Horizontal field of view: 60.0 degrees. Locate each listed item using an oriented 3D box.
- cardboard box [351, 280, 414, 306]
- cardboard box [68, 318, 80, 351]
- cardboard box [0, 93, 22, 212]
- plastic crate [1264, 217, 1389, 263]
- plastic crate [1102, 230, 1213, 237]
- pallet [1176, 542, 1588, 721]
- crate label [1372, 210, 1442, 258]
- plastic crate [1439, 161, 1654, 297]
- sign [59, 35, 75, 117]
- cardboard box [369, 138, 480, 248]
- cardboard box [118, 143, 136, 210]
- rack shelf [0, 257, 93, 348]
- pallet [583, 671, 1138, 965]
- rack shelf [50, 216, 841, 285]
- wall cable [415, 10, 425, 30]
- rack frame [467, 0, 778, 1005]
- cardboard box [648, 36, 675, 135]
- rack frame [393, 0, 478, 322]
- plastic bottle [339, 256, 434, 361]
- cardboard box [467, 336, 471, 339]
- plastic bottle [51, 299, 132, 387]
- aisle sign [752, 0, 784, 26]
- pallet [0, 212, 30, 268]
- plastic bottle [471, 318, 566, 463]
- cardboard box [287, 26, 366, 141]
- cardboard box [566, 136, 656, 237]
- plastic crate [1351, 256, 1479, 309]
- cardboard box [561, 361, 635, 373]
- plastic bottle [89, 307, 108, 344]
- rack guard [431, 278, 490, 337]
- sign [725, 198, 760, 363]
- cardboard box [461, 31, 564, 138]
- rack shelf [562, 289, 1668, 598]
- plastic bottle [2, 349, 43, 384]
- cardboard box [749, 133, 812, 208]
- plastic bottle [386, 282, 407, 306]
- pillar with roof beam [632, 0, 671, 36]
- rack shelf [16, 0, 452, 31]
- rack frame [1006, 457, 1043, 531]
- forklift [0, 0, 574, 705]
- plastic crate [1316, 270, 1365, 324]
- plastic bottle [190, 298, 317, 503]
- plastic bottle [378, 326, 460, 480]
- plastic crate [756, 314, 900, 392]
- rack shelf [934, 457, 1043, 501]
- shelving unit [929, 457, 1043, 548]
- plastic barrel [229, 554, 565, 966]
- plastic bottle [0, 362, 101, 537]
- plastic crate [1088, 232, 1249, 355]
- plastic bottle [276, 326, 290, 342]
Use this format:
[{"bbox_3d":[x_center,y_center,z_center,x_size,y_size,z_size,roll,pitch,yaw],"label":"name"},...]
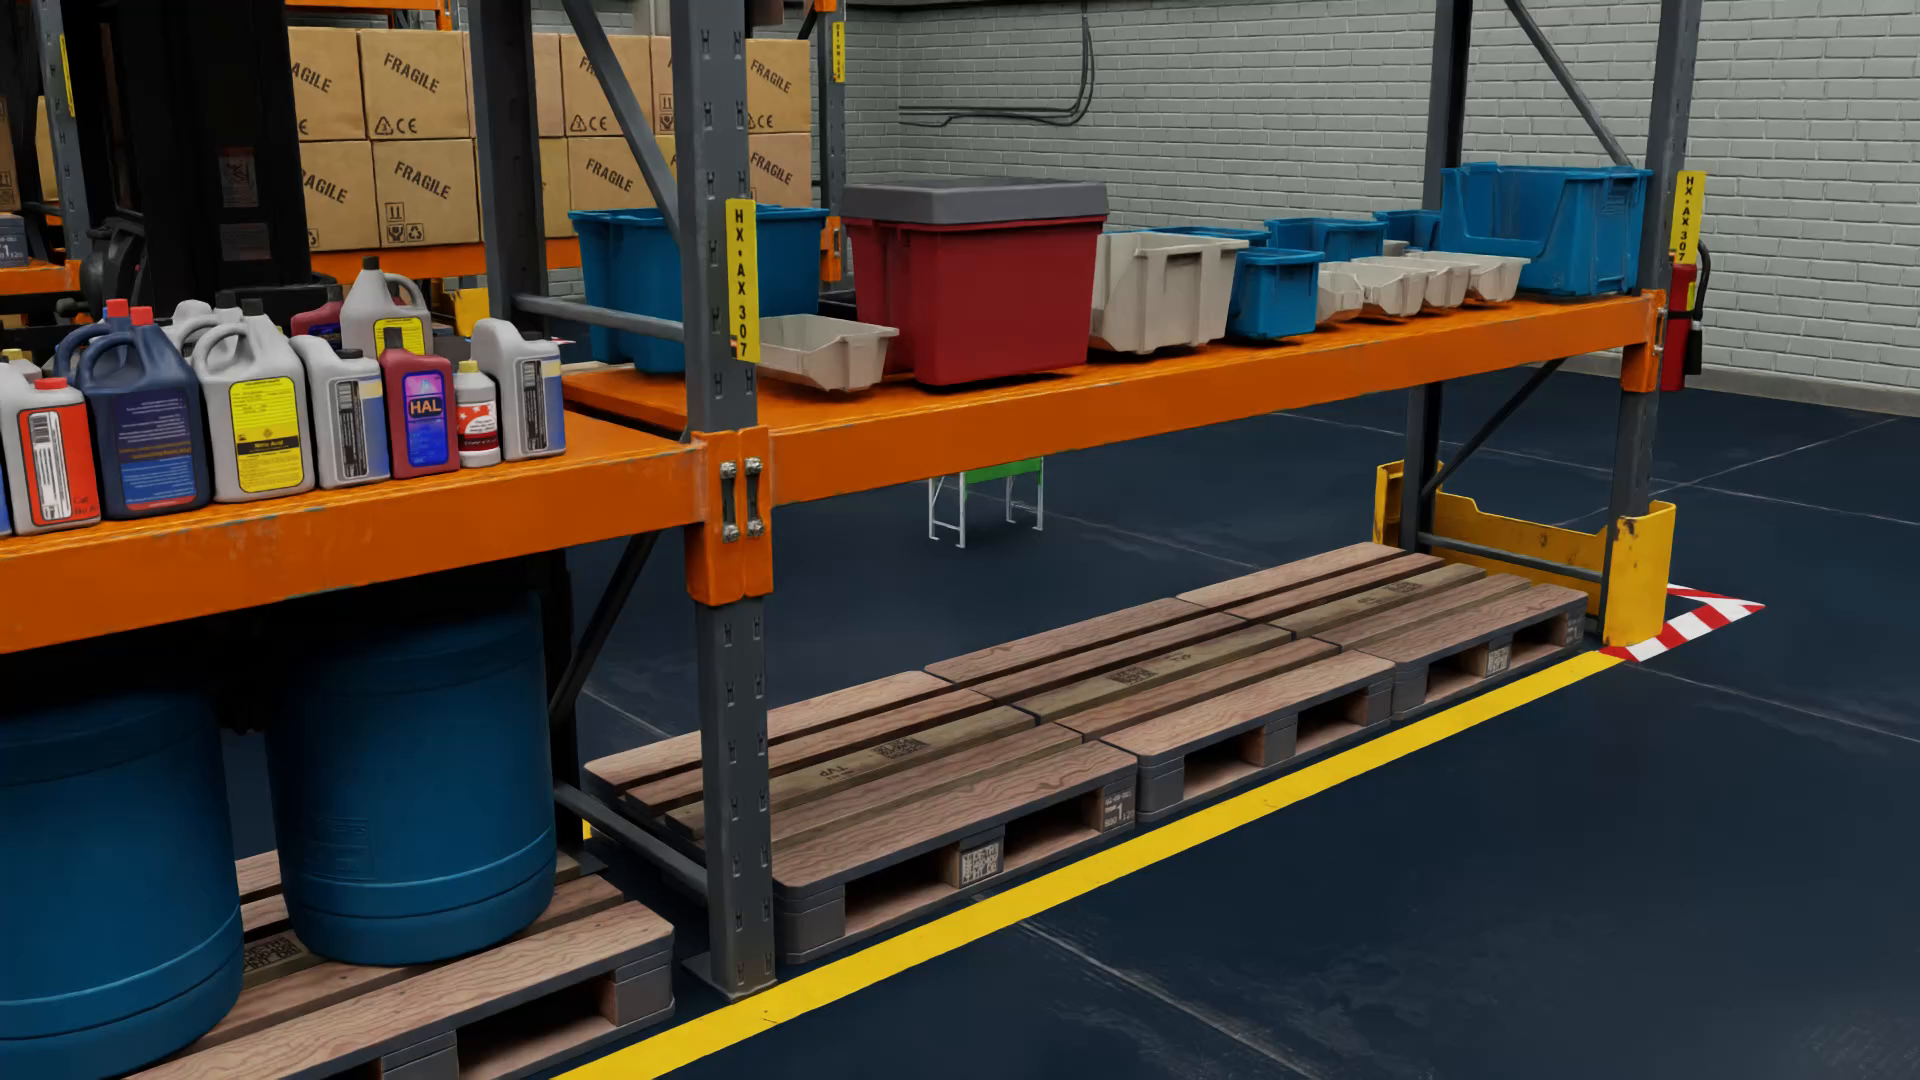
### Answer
[{"bbox_3d":[-4.747,-1.962,13.313,0.500,0.500,0.700,-13,19,-39],"label":"cardboard box"},{"bbox_3d":[-6.290,-1.614,12.009,0.500,0.500,0.700,-13,20,-40],"label":"cardboard box"},{"bbox_3d":[-4.552,-1.678,7.212,0.700,0.500,0.500,8,17,28],"label":"cardboard box"},{"bbox_3d":[1.319,-1.035,6.021,0.300,0.233,0.416,-13,19,-39],"label":"plastic crate"},{"bbox_3d":[0.596,-0.873,5.413,0.300,0.233,0.416,-13,19,-39],"label":"plastic crate"},{"bbox_3d":[1.571,0.303,6.206,1.213,0.211,1.003,-13,19,-39],"label":"pallet"},{"bbox_3d":[1.816,-1.147,6.438,0.303,0.233,0.416,-13,19,-39],"label":"crate label"},{"bbox_3d":[2.088,-1.129,5.980,0.499,0.435,0.616,-13,19,-39],"label":"plastic crate"},{"bbox_3d":[-3.681,-1.915,6.865,0.005,0.325,0.100,-13,19,-39],"label":"sign"},{"bbox_3d":[-2.721,-1.717,8.171,0.500,0.500,0.500,-13,20,-40],"label":"cardboard box"},{"bbox_3d":[-3.485,-1.545,7.528,0.500,0.500,0.500,-12,19,-38],"label":"cardboard box"},{"bbox_3d":[-5.557,-0.777,6.241,4.000,0.370,1.077,-13,19,-39],"label":"rack shelf"},{"bbox_3d":[-0.270,0.717,4.658,1.213,0.211,1.003,-13,19,-39],"label":"pallet"},{"bbox_3d":[-2.539,-1.455,8.778,4.000,0.370,1.077,-13,19,-39],"label":"rack shelf"},{"bbox_3d":[-3.940,-3.997,14.932,1.851,1.984,0.084,-13,19,-39],"label":"wall cable"},{"bbox_3d":[-0.799,-0.499,3.804,0.127,3.000,1.000,-13,19,-39],"label":"rack frame"},{"bbox_3d":[-1.566,-2.458,9.008,0.500,0.500,0.500,-12,19,-38],"label":"cardboard box"},{"bbox_3d":[-4.285,-3.105,13.561,0.127,3.000,1.000,-13,19,-39],"label":"rack frame"},{"bbox_3d":[-1.308,-0.471,3.798,0.185,0.351,0.144,-13,19,-39],"label":"plastic bottle"},{"bbox_3d":[-2.634,-0.789,8.877,0.637,0.503,0.797,-13,19,-39],"label":"cardboard box"},{"bbox_3d":[-1.512,-0.252,2.977,0.185,0.351,0.144,-13,19,-39],"label":"plastic bottle"},{"bbox_3d":[-1.172,-3.466,9.875,0.004,0.787,0.394,-13,19,-39],"label":"aisle sign"},{"bbox_3d":[-4.722,-1.257,7.014,1.213,0.211,1.003,-13,19,-39],"label":"pallet"},{"bbox_3d":[-0.884,-0.309,3.334,0.135,0.276,0.152,-13,19,-39],"label":"plastic bottle"},{"bbox_3d":[-3.119,-2.107,7.696,0.500,0.500,0.500,-13,20,-41],"label":"cardboard box"},{"bbox_3d":[-1.959,-1.889,8.814,0.500,0.500,0.500,-12,19,-39],"label":"cardboard box"},{"bbox_3d":[1.494,-0.858,5.545,0.243,0.136,0.396,-13,19,-39],"label":"plastic crate"},{"bbox_3d":[-2.004,-0.904,9.796,0.500,0.250,0.500,-13,19,-39],"label":"cardboard box"},{"bbox_3d":[-1.780,-0.356,3.519,0.097,0.271,0.097,0,15,0],"label":"plastic bottle"},{"bbox_3d":[-4.267,-1.901,13.899,0.348,0.500,1.175,-13,19,-39],"label":"rack guard"},{"bbox_3d":[-0.439,-0.525,3.366,0.005,0.325,0.100,-13,19,-39],"label":"sign"},{"bbox_3d":[-2.342,-2.282,8.350,0.500,0.500,0.500,-12,19,-38],"label":"cardboard box"},{"bbox_3d":[0.710,-0.490,5.165,4.000,0.370,1.077,-13,19,-39],"label":"rack shelf"},{"bbox_3d":[-1.927,-0.289,3.405,0.097,0.201,0.097,0,15,0],"label":"plastic bottle"},{"bbox_3d":[-1.190,-2.061,9.458,0.500,0.500,0.500,-12,19,-38],"label":"cardboard box"},{"bbox_3d":[-1.356,-0.463,3.897,0.133,0.283,0.061,-13,19,-39],"label":"plastic bottle"},{"bbox_3d":[0.010,-5.791,11.992,0.400,9.000,9.100,-13,19,-39],"label":"pillar with roof beam"},{"bbox_3d":[-5.794,-3.868,11.999,4.000,0.370,1.077,-13,19,-39],"label":"rack shelf"},{"bbox_3d":[0.309,-0.649,7.855,0.015,1.200,0.240,-13,19,-39],"label":"rack frame"},{"bbox_3d":[-2.936,-0.883,5.374,3.031,2.935,1.130,-10,18,-34],"label":"forklift"},{"bbox_3d":[1.089,-0.752,5.149,0.250,0.136,0.298,-13,19,-39],"label":"plastic crate"},{"bbox_3d":[-1.278,-0.255,2.989,0.185,0.351,0.144,-13,19,-39],"label":"plastic bottle"},{"bbox_3d":[-1.029,-0.264,3.154,0.133,0.283,0.061,-13,19,-39],"label":"plastic bottle"},{"bbox_3d":[-0.354,-0.451,4.021,0.243,0.136,0.396,-13,19,-39],"label":"plastic crate"},{"bbox_3d":[0.125,-0.314,7.779,0.480,0.148,0.258,-13,19,-39],"label":"rack shelf"},{"bbox_3d":[0.125,-0.608,7.700,0.503,1.200,0.258,-13,19,-39],"label":"shelving unit"},{"bbox_3d":[-1.221,0.401,3.688,0.708,0.901,0.600,-13,19,-39],"label":"plastic barrel"},{"bbox_3d":[-1.540,-0.162,2.783,0.135,0.276,0.152,-13,19,-39],"label":"plastic bottle"},{"bbox_3d":[0.474,-0.693,4.646,0.530,0.282,0.437,-13,19,-39],"label":"plastic crate"},{"bbox_3d":[-1.532,-0.378,3.737,0.097,0.201,0.097,0,15,0],"label":"plastic bottle"}]
